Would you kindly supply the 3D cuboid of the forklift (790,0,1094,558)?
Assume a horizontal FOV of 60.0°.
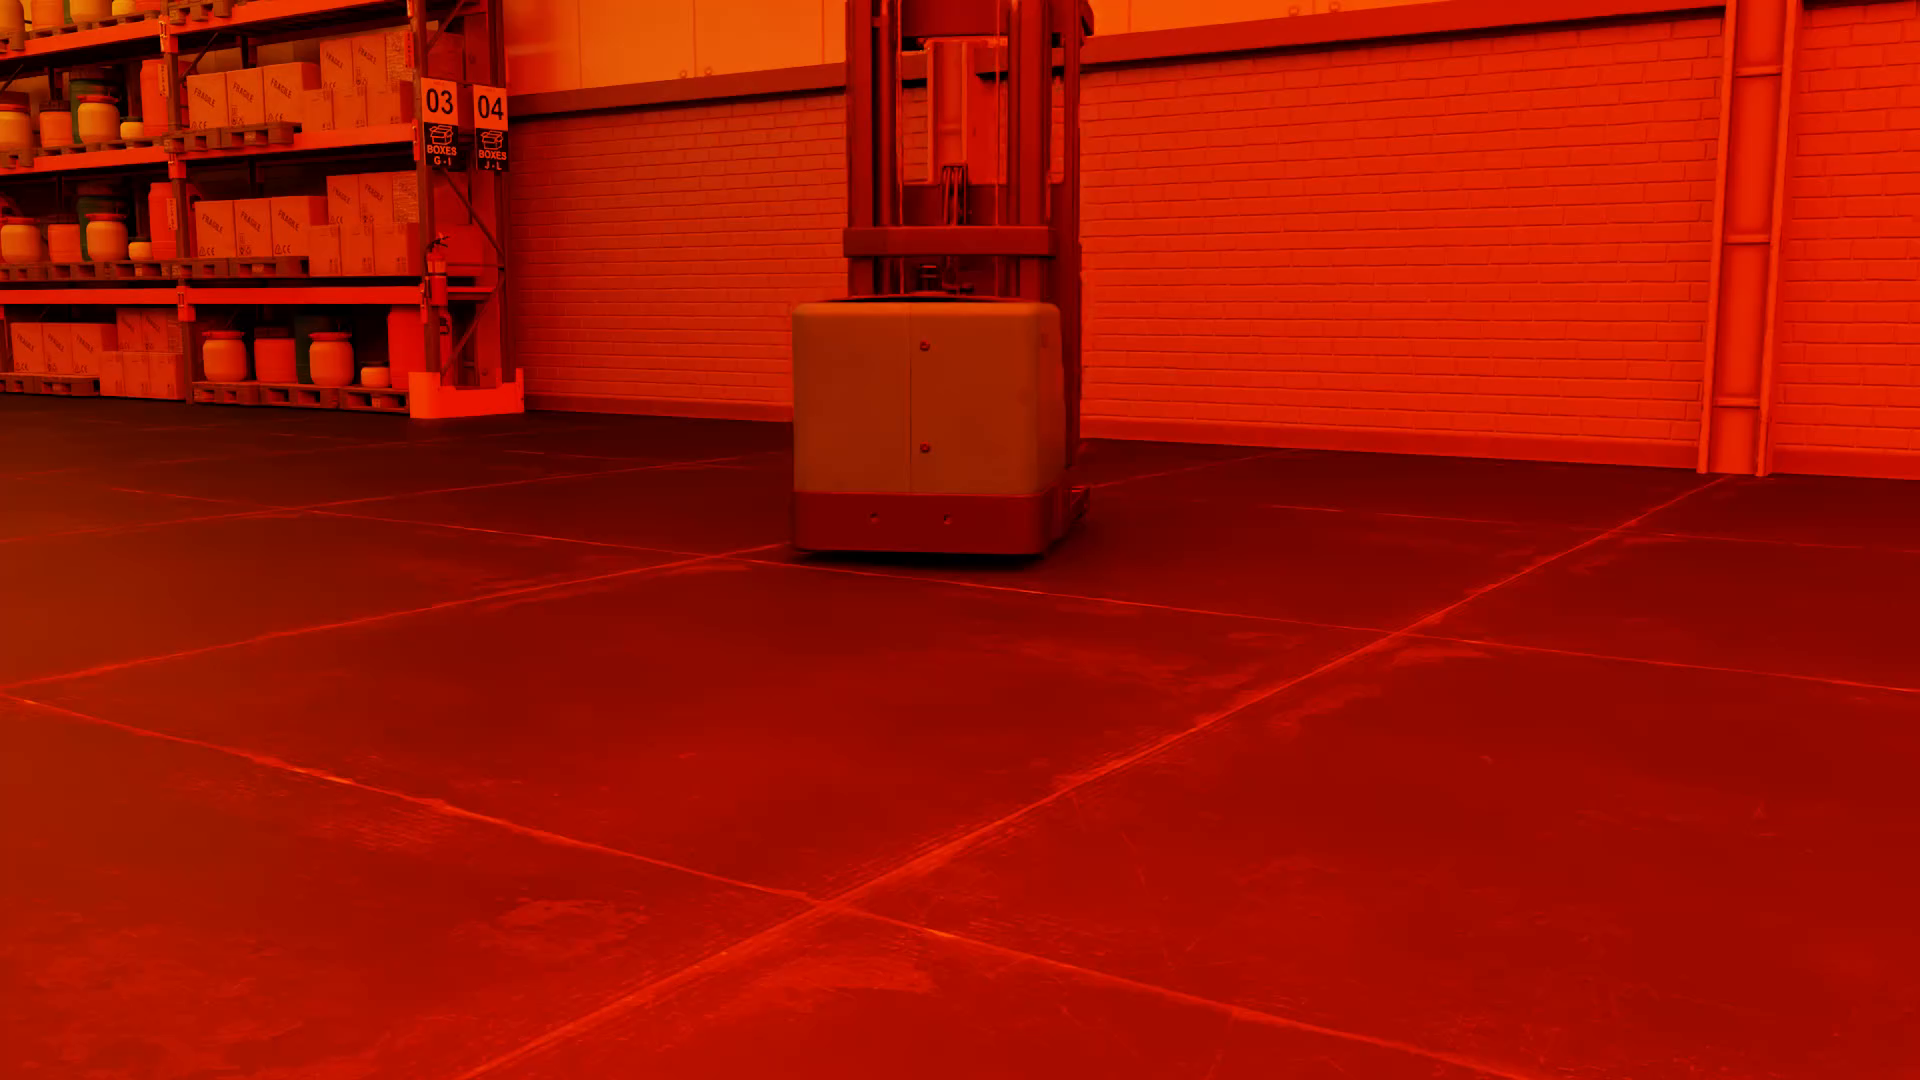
[{"bbox_3d":[0.053,-1.540,8.023,1.130,2.935,3.031,1,8,10],"label":"forklift"}]
